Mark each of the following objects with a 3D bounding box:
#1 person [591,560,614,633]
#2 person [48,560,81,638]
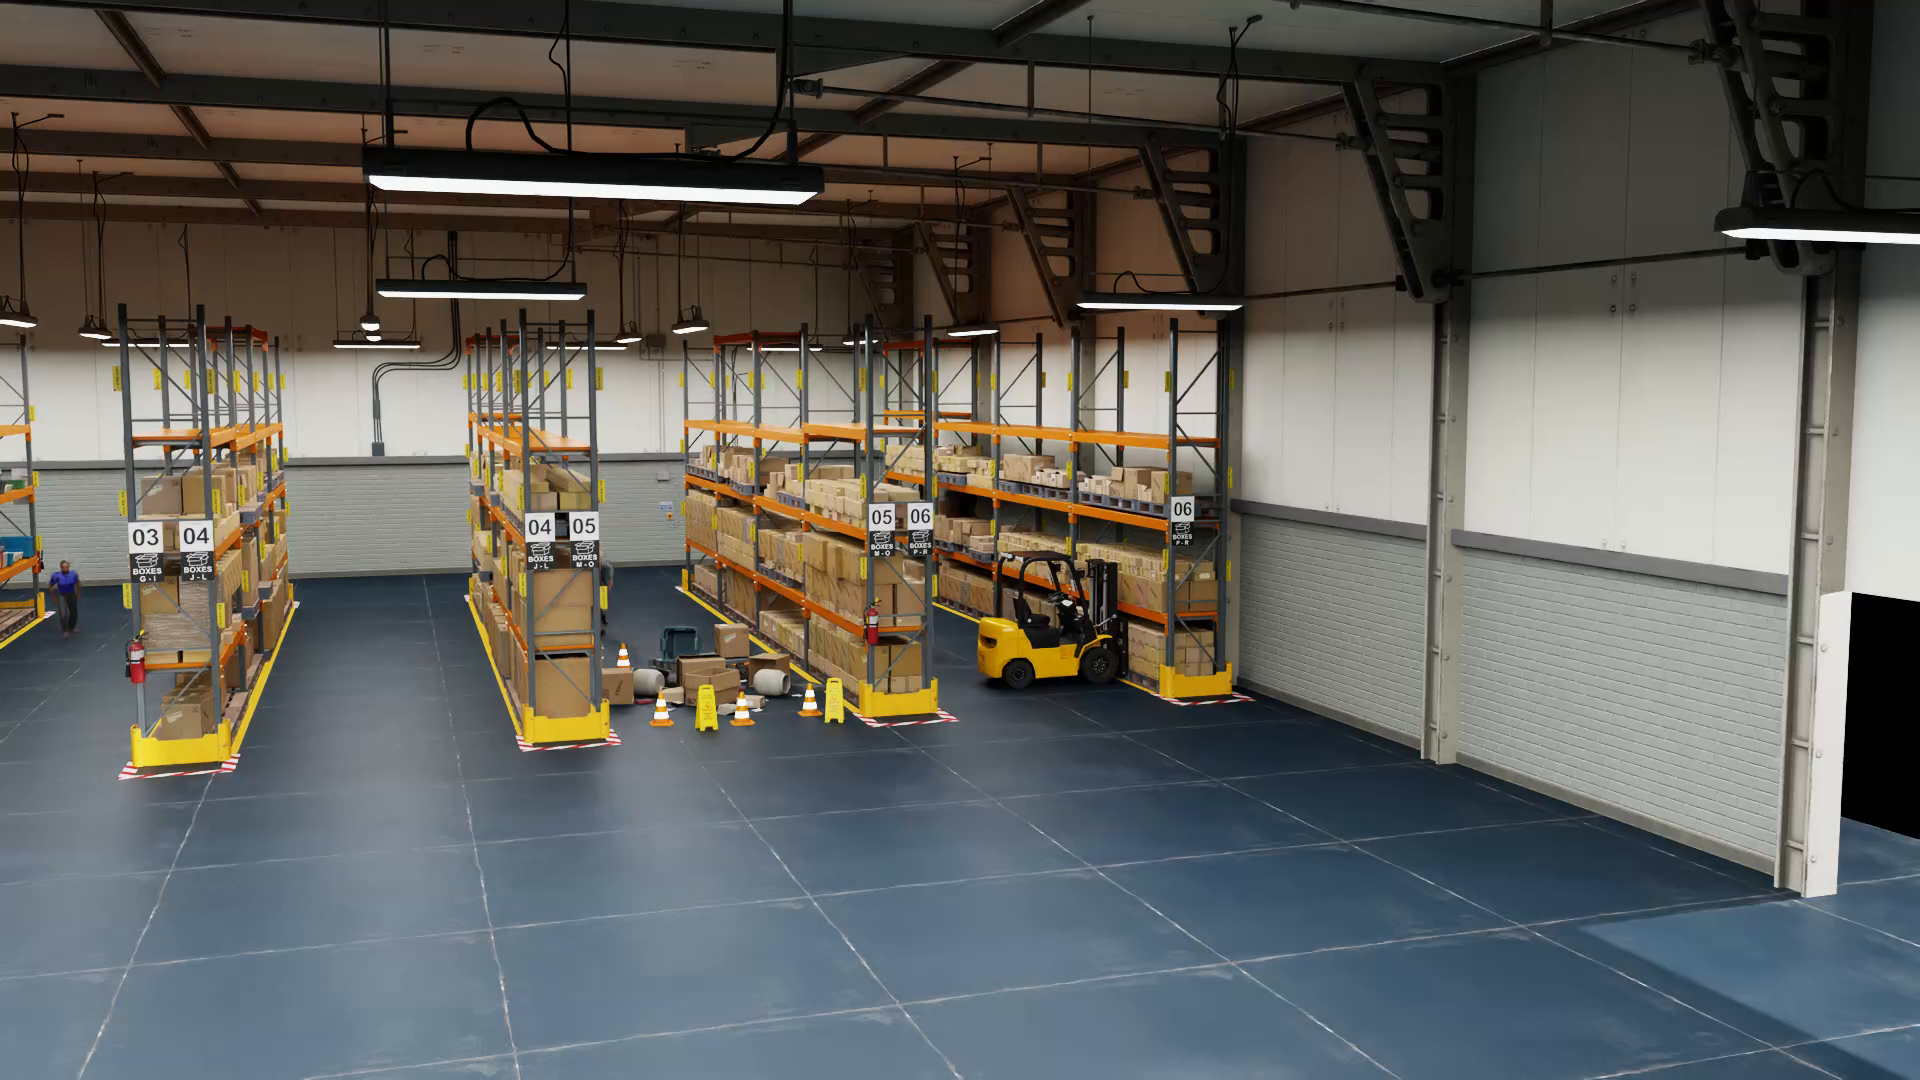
[{"bbox_3d":[-7.292,1.025,33.254,0.627,1.645,0.796,-4,7,-35],"label":"person"},{"bbox_3d":[-17.607,1.133,32.733,0.759,1.548,0.630,5,8,44],"label":"person"}]
